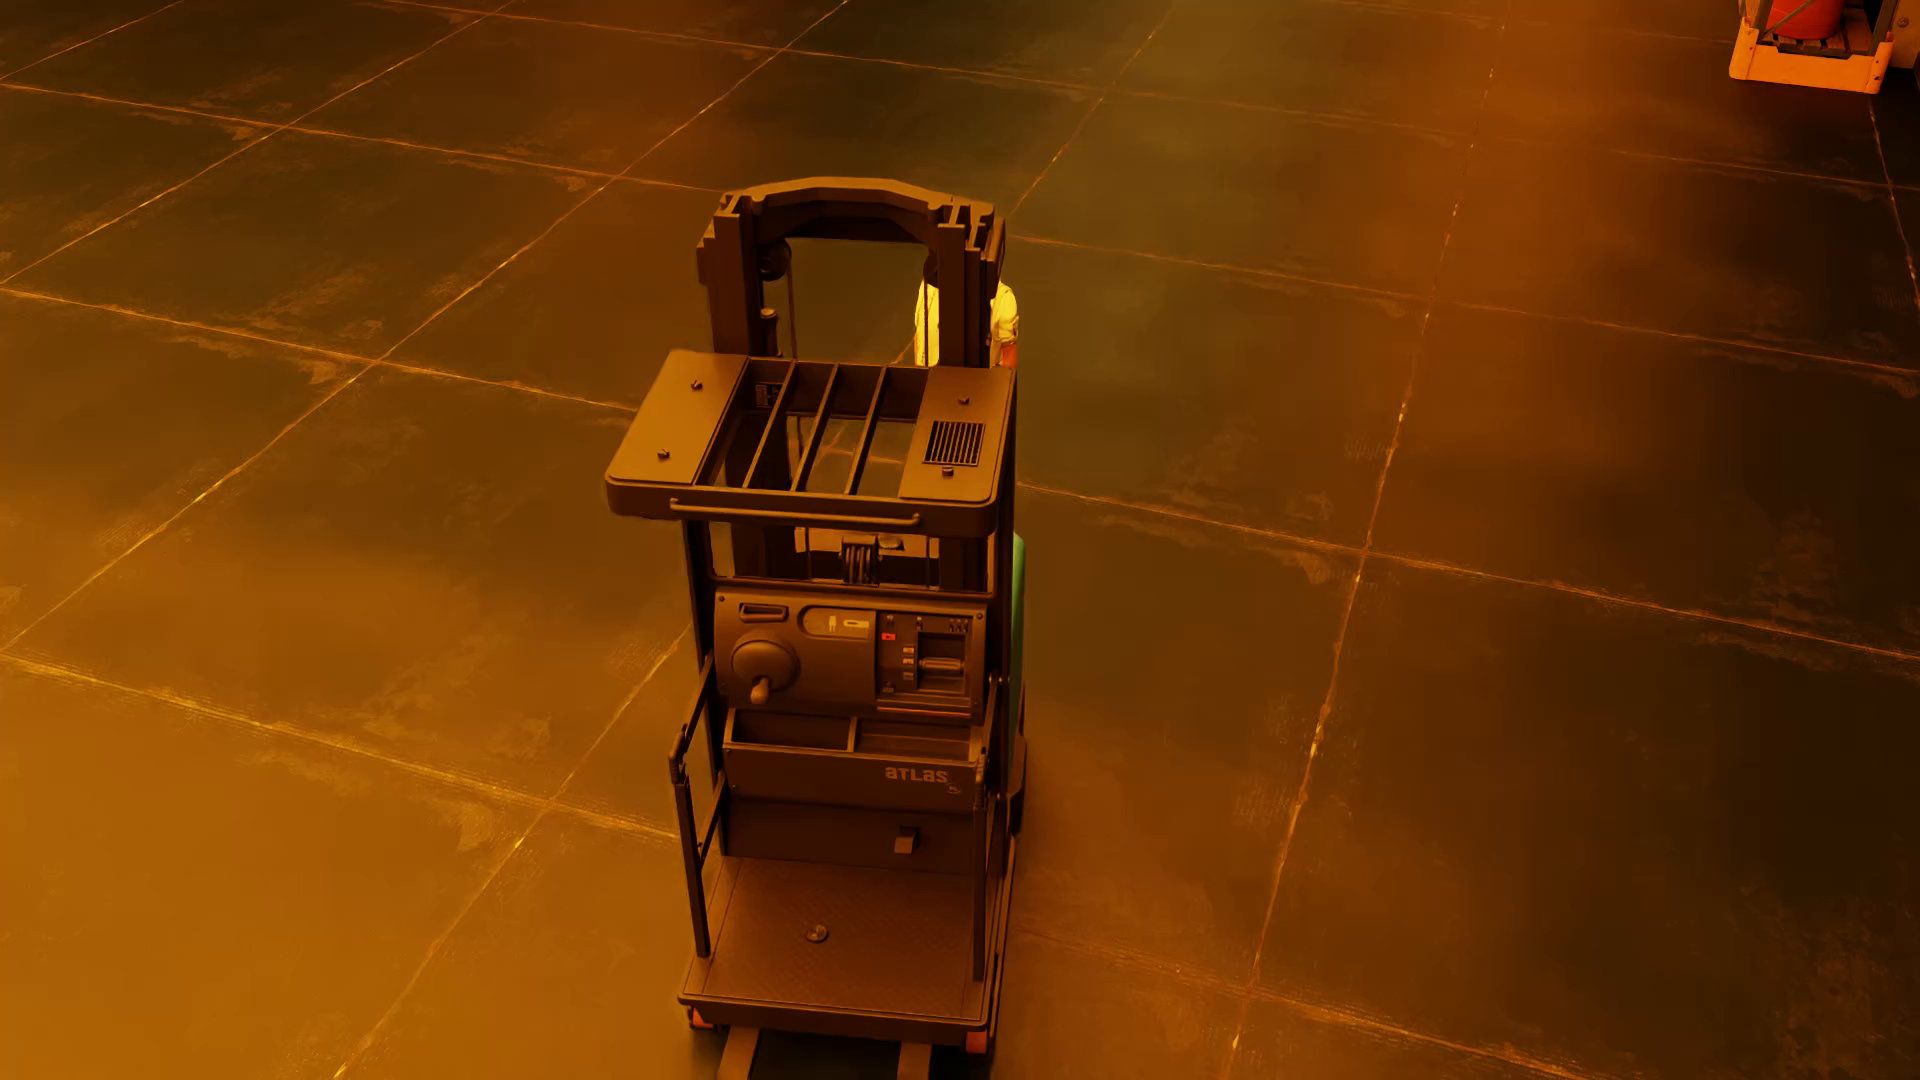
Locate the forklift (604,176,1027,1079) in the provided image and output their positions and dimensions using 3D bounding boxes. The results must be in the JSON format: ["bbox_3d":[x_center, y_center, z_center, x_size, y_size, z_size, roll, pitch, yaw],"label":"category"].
[{"bbox_3d":[-0.397,0.449,5.478,1.130,2.935,3.031,4,36,5],"label":"forklift"}]
